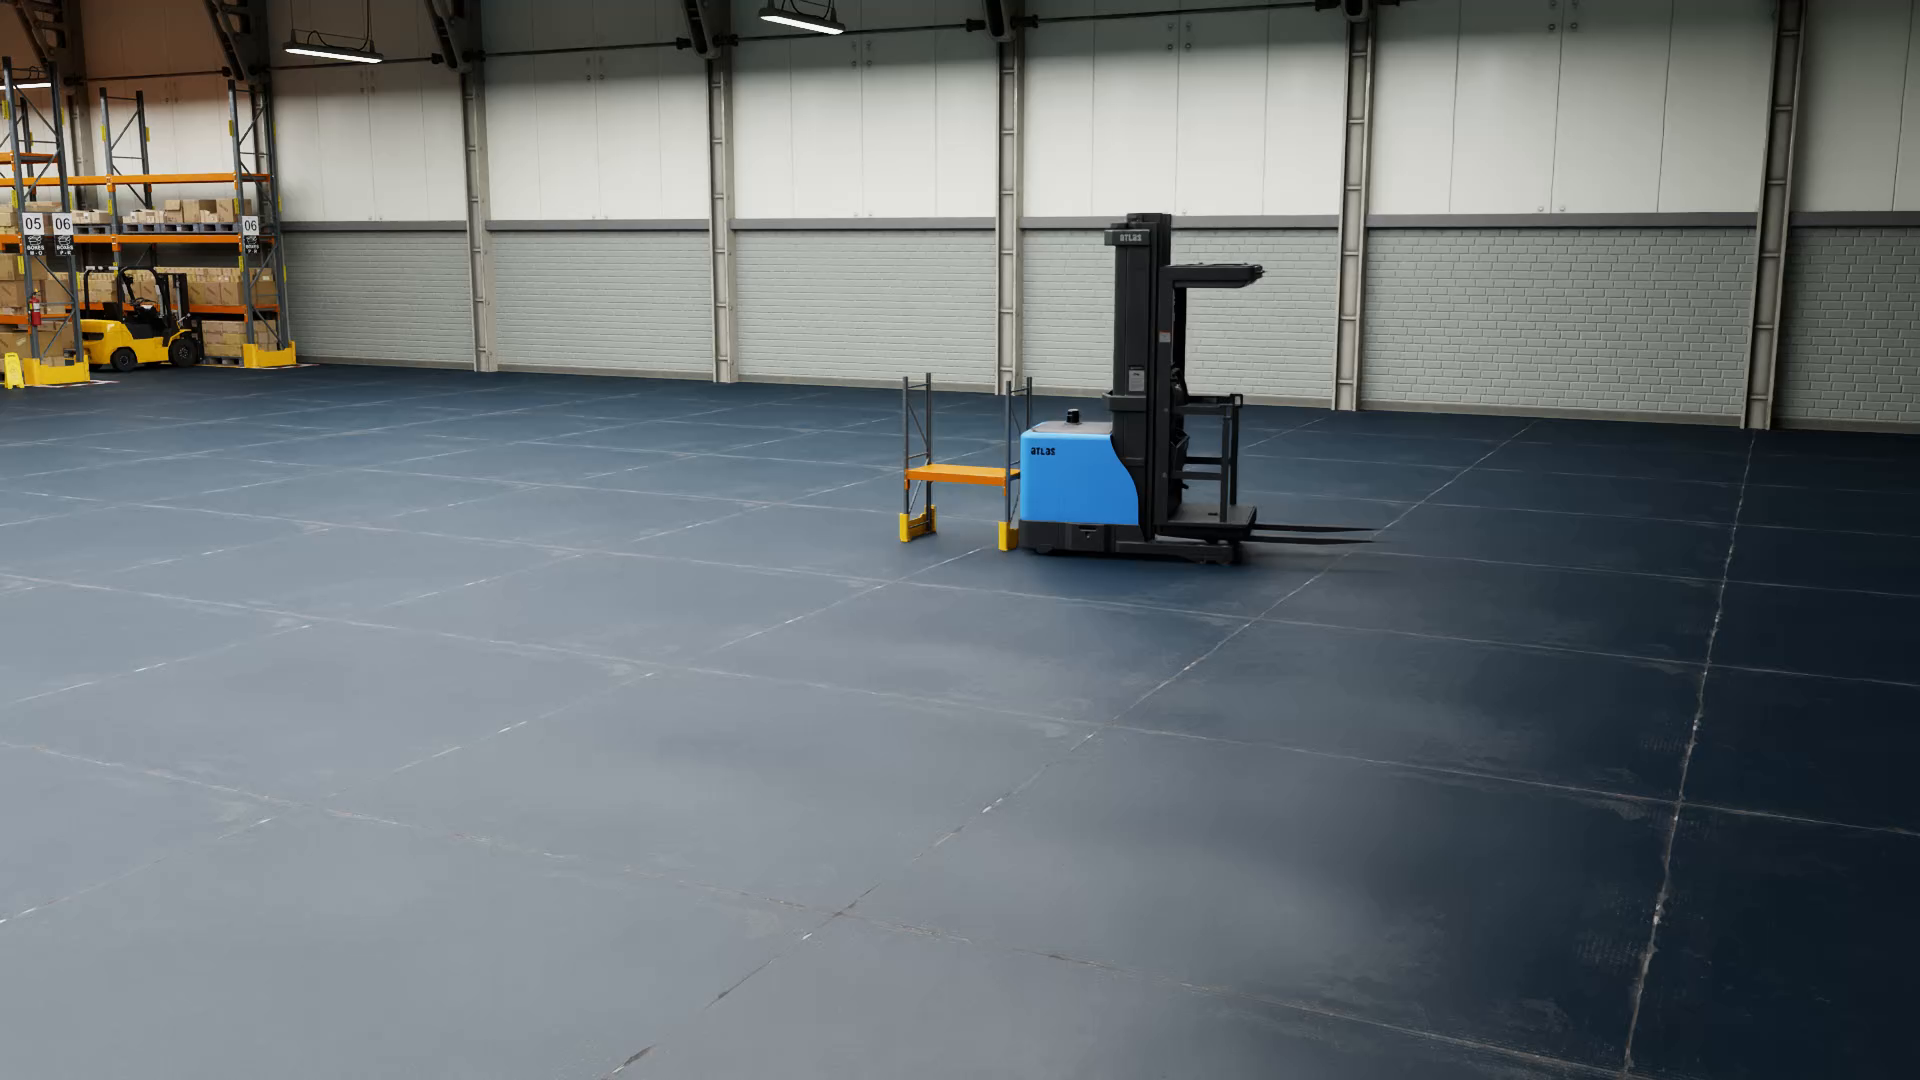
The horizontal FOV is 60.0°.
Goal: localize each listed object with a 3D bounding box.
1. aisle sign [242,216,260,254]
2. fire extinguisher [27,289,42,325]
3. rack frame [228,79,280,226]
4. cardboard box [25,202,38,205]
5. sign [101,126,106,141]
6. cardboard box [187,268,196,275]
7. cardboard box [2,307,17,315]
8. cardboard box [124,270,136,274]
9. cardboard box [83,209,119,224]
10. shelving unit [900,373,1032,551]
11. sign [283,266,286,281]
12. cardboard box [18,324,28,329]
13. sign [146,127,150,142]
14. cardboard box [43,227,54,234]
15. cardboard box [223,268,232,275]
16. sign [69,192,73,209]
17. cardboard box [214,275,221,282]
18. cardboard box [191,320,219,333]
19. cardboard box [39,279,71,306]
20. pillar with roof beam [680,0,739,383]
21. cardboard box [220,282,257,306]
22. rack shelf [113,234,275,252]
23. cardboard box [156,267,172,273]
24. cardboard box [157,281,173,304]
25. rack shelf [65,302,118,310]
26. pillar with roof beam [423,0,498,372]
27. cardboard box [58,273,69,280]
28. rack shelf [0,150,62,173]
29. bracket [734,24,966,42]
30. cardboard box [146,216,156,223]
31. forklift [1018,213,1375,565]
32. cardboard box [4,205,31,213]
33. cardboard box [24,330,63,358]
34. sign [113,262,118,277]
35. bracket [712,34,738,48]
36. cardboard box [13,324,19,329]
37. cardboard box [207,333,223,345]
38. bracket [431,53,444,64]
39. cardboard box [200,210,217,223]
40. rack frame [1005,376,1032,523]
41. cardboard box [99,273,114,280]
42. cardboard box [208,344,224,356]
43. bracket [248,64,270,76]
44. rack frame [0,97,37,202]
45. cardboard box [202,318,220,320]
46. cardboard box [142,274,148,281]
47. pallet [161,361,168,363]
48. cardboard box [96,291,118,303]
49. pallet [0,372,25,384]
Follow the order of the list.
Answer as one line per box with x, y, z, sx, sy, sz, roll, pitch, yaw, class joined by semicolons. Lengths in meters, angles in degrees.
-15.123;-6.508;35.484;0.004;0.787;0.394;5;11;26;aisle sign
-17.347;-4.367;31.172;0.183;0.674;0.296;5;11;26;fire extinguisher
-15.052;-8.232;35.469;0.127;3.000;1.000;5;11;26;rack frame
-21.188;-7.572;38.502;0.500;0.500;0.700;5;11;25;cardboard box
-18.869;-8.959;36.637;0.005;0.325;0.100;5;11;26;sign
-16.656;-5.874;36.348;0.250;0.149;0.380;5;12;27;cardboard box
-17.952;-4.361;31.631;0.250;0.149;0.380;5;11;25;cardboard box
-18.485;-6.038;37.251;0.250;0.149;0.380;5;12;27;cardboard box
-19.396;-7.302;37.540;0.500;0.311;0.500;5;11;24;cardboard box
0.057;-0.732;15.085;1.083;1.500;0.587;5;11;25;shelving unit
-14.801;-5.834;36.406;0.005;0.325;0.100;5;11;26;sign
-21.673;-4.898;39.377;0.625;0.625;0.875;5;12;28;cardboard box
-18.372;-9.172;37.593;0.005;0.325;0.100;5;11;26;sign
-17.399;-5.918;31.808;0.250;0.149;0.380;5;11;26;cardboard box
-15.702;-5.804;35.960;0.250;0.149;0.380;5;11;26;cardboard box
-17.005;-6.480;31.756;0.005;0.325;0.100;5;11;26;sign
-15.935;-5.677;36.093;0.250;0.149;0.380;5;12;27;cardboard box
-16.521;-4.690;36.475;0.500;0.250;0.500;5;11;27;cardboard box
-17.547;-4.765;32.037;0.500;0.500;0.500;5;11;25;cardboard box
-6.421;-6.798;27.544;0.548;9.000;9.100;5;11;26;pillar with roof beam
-15.610;-5.326;35.977;0.500;0.500;0.500;5;11;25;cardboard box
-16.846;-6.560;36.671;4.000;0.370;1.077;5;11;26;rack shelf
-17.548;-5.960;36.822;0.250;0.149;0.380;5;11;25;cardboard box
-17.428;-5.490;36.881;0.500;0.500;0.500;5;11;25;cardboard box
-20.433;-5.399;38.680;4.000;0.370;1.077;5;11;26;rack shelf
-11.802;-7.271;30.156;0.548;9.000;9.100;5;11;26;pillar with roof beam
-20.475;-6.060;38.208;0.250;0.149;0.380;5;11;24;cardboard box
-19.039;-7.241;32.023;4.000;0.370;1.077;5;11;26;rack shelf
-1.976;-8.963;29.399;4.783;0.066;0.076;5;11;26;bracket
-17.682;-7.059;36.656;0.250;0.149;0.380;5;12;28;cardboard box
2.086;-1.334;14.392;3.031;2.935;1.130;3;11;14;forklift
-17.679;-6.212;31.193;0.250;0.149;0.380;5;11;26;cardboard box
-17.868;-3.820;32.367;0.500;0.500;0.500;5;11;24;cardboard box
-18.871;-6.039;37.166;0.005;0.325;0.100;5;11;26;sign
-4.301;-9.168;30.528;0.430;0.232;0.235;5;11;26;bracket
-22.701;-4.886;39.666;0.500;0.500;0.500;5;12;27;cardboard box
-16.072;-4.410;36.330;0.500;0.250;0.500;5;11;25;cardboard box
-10.427;-9.706;33.502;0.430;0.232;0.235;5;11;26;bracket
-16.157;-6.983;35.905;0.258;0.266;0.396;5;11;26;cardboard box
0.523;-0.692;14.862;0.032;1.500;0.500;5;11;25;rack frame
-19.284;-5.973;37.728;0.250;0.149;0.380;5;11;25;cardboard box
-16.055;-4.161;36.362;0.500;0.250;0.500;5;11;26;cardboard box
-15.063;-10.113;35.753;0.430;0.232;0.235;5;11;26;bracket
-22.227;-8.863;38.952;0.127;3.000;1.000;5;11;26;rack frame
-16.750;-4.816;37.169;0.500;0.250;0.500;5;11;25;cardboard box
-17.991;-5.861;37.107;0.250;0.149;0.380;5;11;26;cardboard box
-17.945;-4.154;37.610;1.213;0.211;1.003;5;11;26;pallet
-19.207;-5.520;37.747;0.500;0.250;0.500;5;12;27;cardboard box
-18.026;-3.191;32.288;1.213;0.211;1.003;5;11;26;pallet
